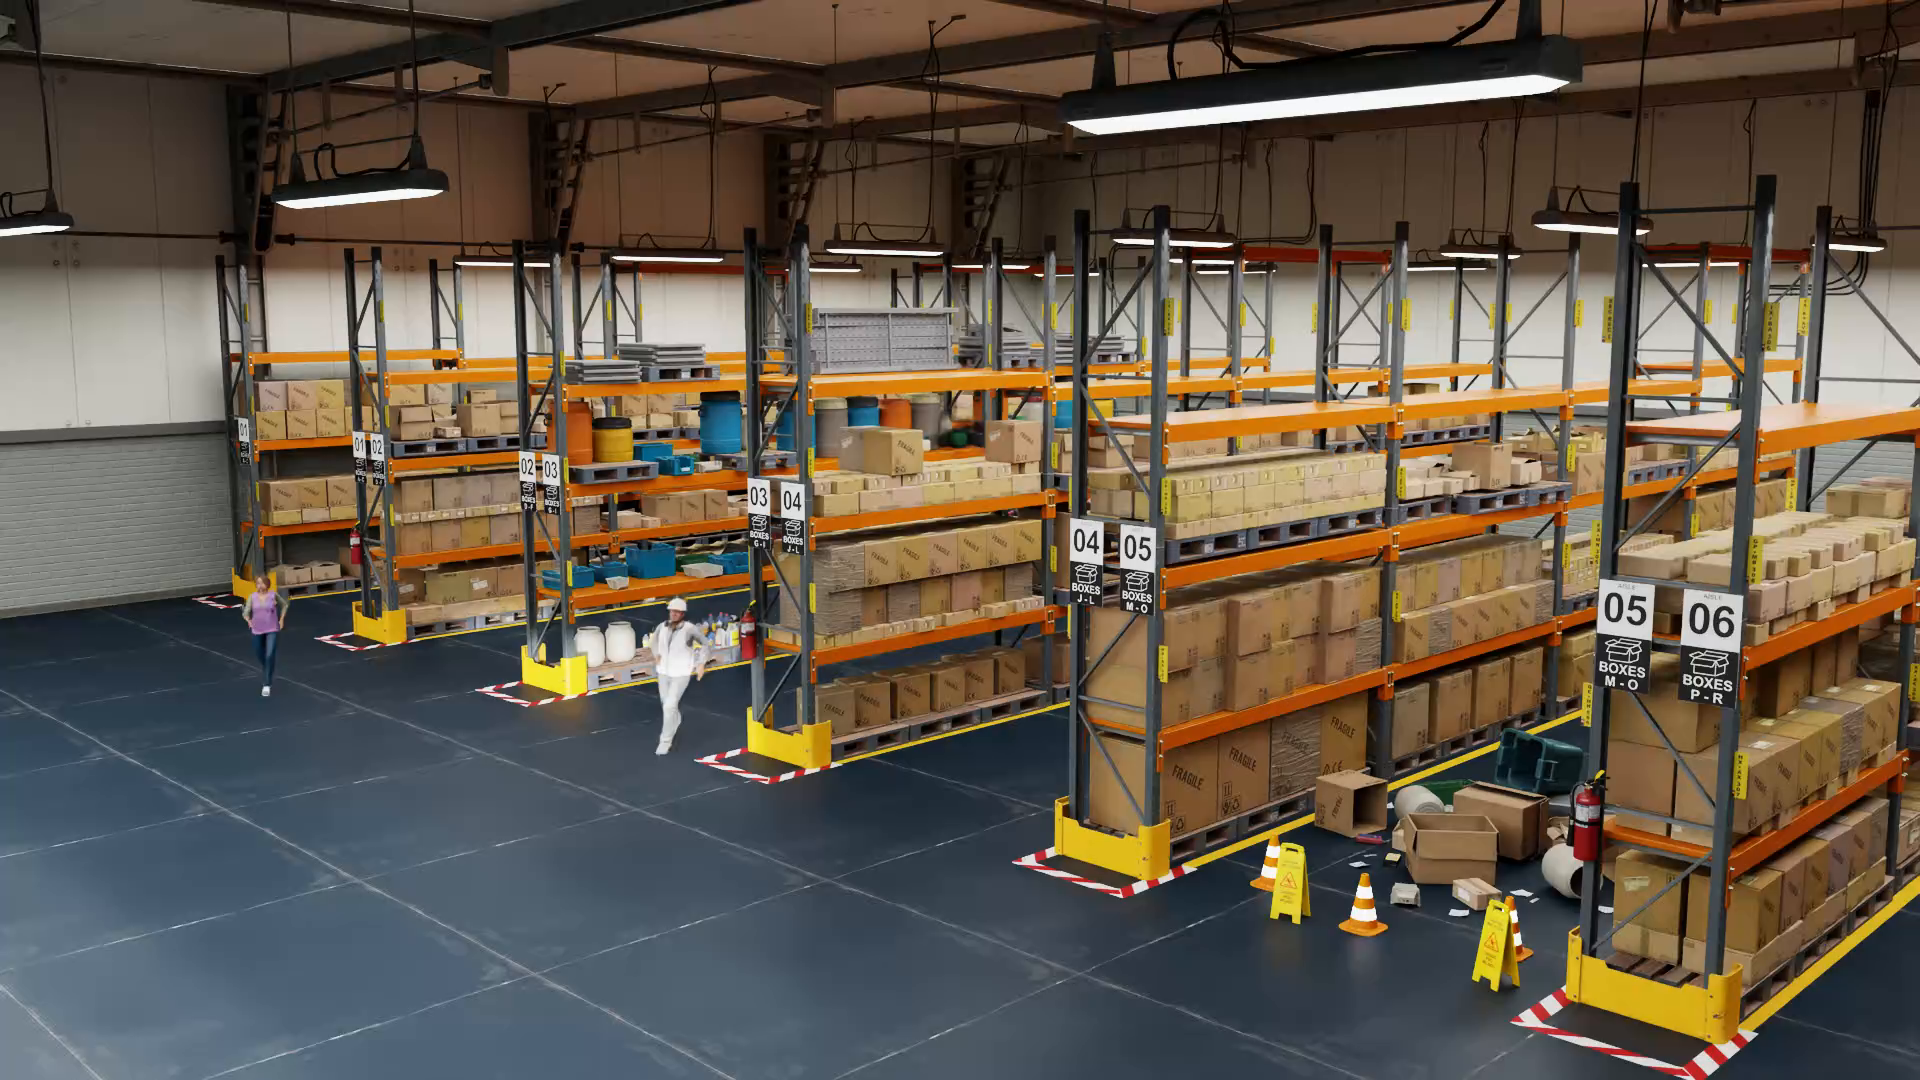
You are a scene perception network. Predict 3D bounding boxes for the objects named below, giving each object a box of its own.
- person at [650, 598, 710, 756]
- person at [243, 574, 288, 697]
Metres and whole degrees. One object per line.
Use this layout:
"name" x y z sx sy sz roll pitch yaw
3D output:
"person" -3.294 1.555 19.425 0.702 1.798 0.875 3 9 18
"person" -9.300 1.244 22.293 0.551 1.594 0.834 -2 8 -14
